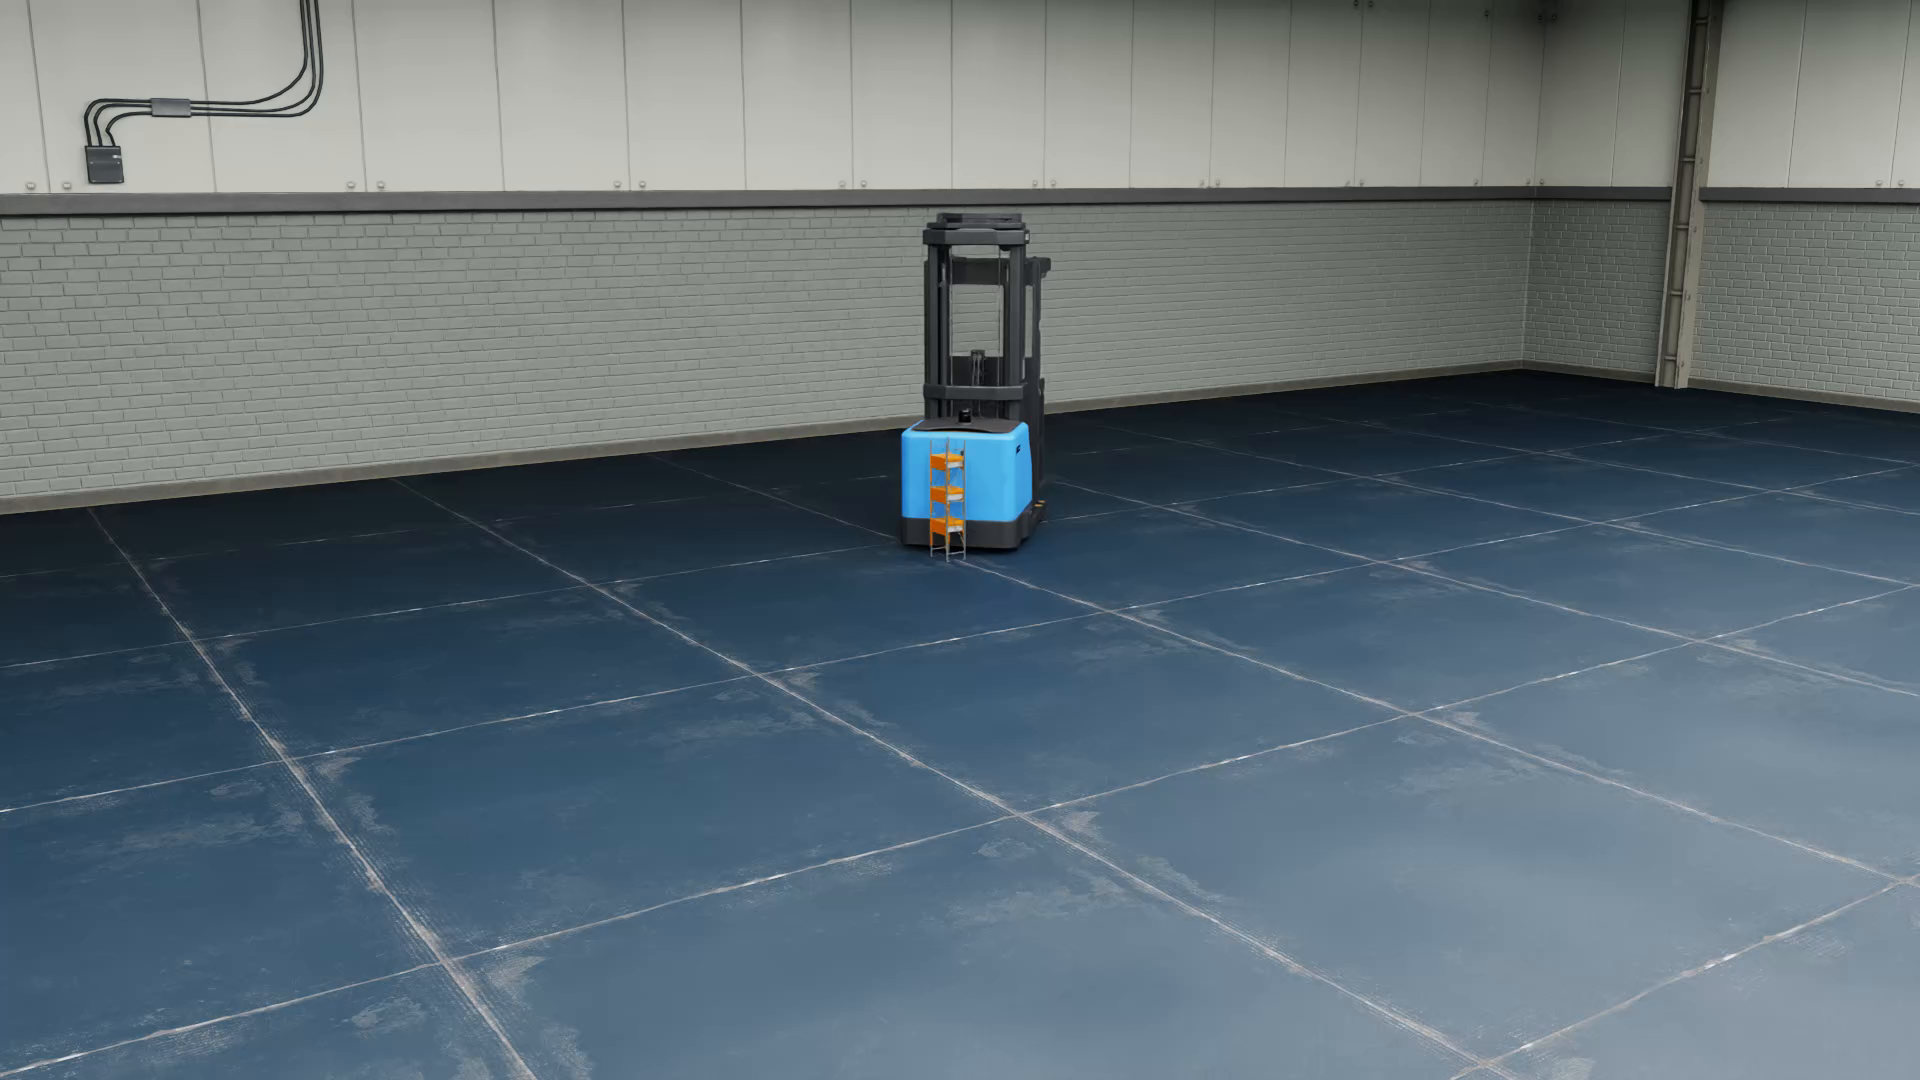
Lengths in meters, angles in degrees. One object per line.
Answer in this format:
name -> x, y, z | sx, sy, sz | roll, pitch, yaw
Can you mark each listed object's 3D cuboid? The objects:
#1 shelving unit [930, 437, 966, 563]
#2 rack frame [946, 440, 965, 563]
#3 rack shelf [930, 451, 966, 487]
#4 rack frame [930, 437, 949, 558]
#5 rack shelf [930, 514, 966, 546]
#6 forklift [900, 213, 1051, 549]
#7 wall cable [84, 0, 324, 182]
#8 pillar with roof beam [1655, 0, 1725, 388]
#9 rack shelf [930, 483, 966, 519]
shelving unit -> -0.107, -0.350, 14.393 | 0.215, 1.050, 0.252 | -8, 15, -34
rack frame -> -0.037, -0.329, 14.295 | 0.200, 1.050, 0.008 | -8, 15, -34
rack shelf -> -0.107, -0.617, 14.335 | 0.215, 0.259, 0.240 | -8, 15, -34
rack frame -> -0.177, -0.371, 14.491 | 0.200, 1.050, 0.008 | -8, 15, -34
rack shelf -> -0.107, -0.068, 14.455 | 0.215, 0.259, 0.240 | -8, 15, -34
forklift -> 0.255, -1.622, 15.805 | 1.130, 2.935, 3.031 | 2, 13, 11
wall cable -> -7.555, -6.565, 16.247 | 2.305, 6.003, 0.169 | -8, 15, -33
pillar with roof beam -> 7.704, -6.321, 23.092 | 9.100, 9.000, 0.400 | -8, 15, -33
rack shelf -> -0.107, -0.340, 14.395 | 0.215, 0.259, 0.240 | -8, 15, -34
